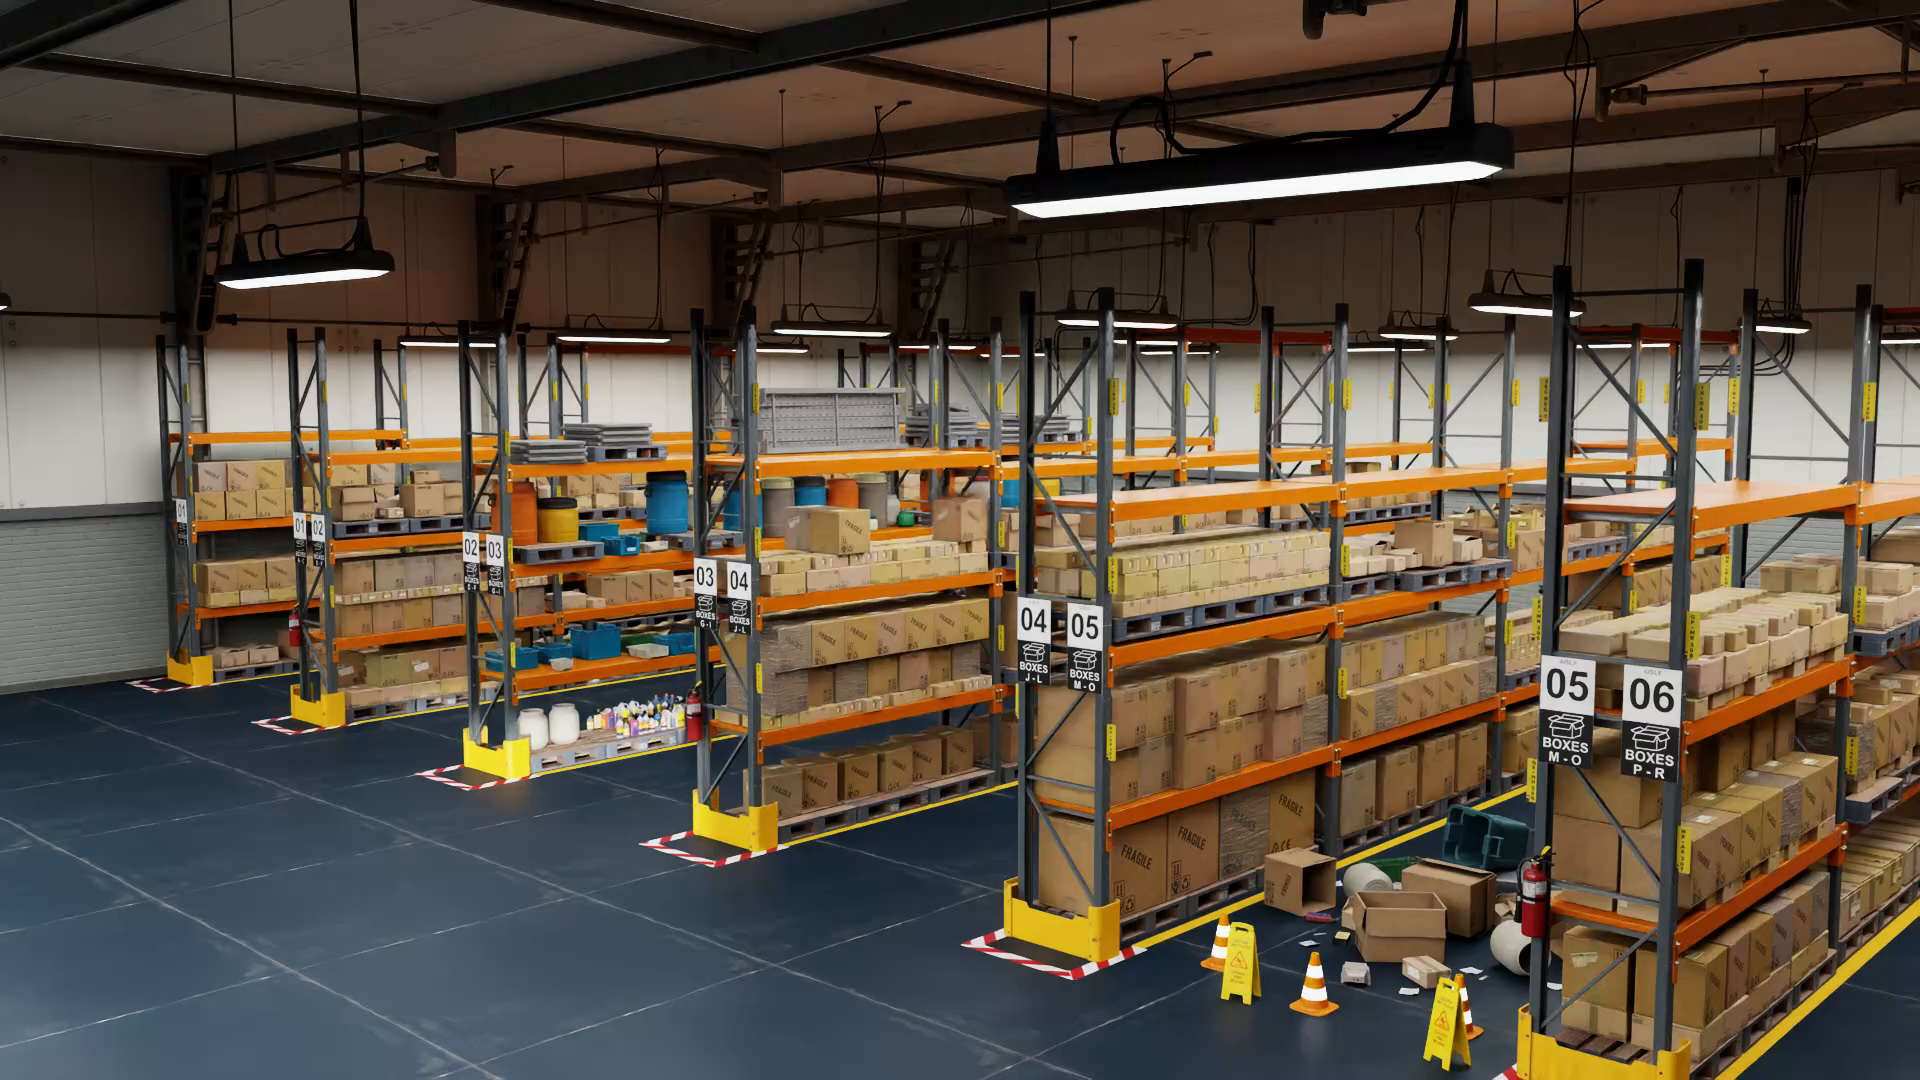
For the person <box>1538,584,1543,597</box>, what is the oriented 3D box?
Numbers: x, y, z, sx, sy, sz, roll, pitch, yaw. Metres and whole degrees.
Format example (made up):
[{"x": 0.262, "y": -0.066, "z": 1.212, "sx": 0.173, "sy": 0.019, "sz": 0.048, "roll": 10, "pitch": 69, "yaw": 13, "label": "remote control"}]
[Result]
[{"x": 10.235, "y": 1.574, "z": 29.327, "sx": 0.529, "sy": 1.660, "sz": 0.623, "roll": -5, "pitch": 7, "yaw": -41, "label": "person"}]
